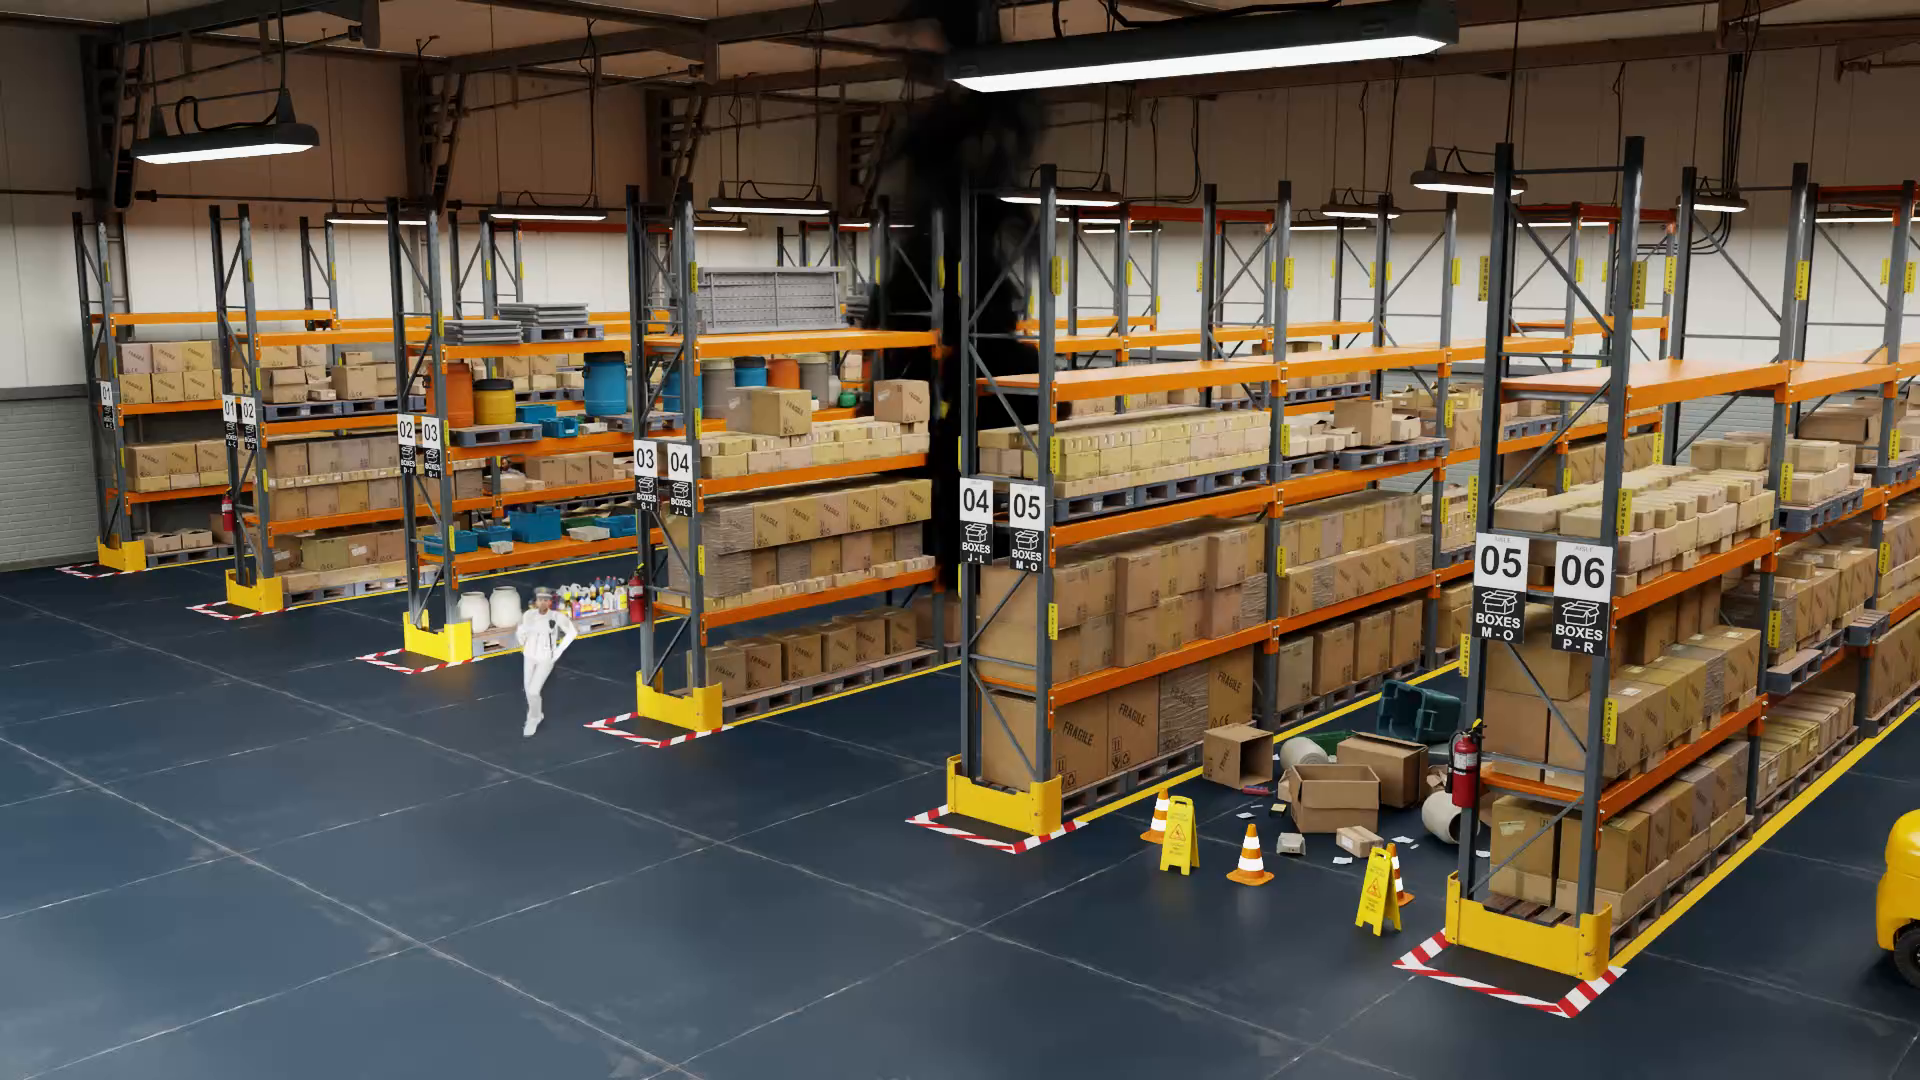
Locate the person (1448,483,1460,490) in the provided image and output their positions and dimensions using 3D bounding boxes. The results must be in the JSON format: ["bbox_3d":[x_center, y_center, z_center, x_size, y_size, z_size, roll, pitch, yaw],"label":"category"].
[{"bbox_3d":[7.935,-0.089,26.659,0.576,1.668,0.882,9,13,43],"label":"person"}]

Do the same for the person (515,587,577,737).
[{"bbox_3d":[-4.606,1.330,18.347,0.613,1.690,0.658,2,10,14],"label":"person"}]

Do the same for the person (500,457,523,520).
[{"bbox_3d":[-8.361,-0.726,30.723,0.603,1.609,0.573,7,12,37],"label":"person"}]
